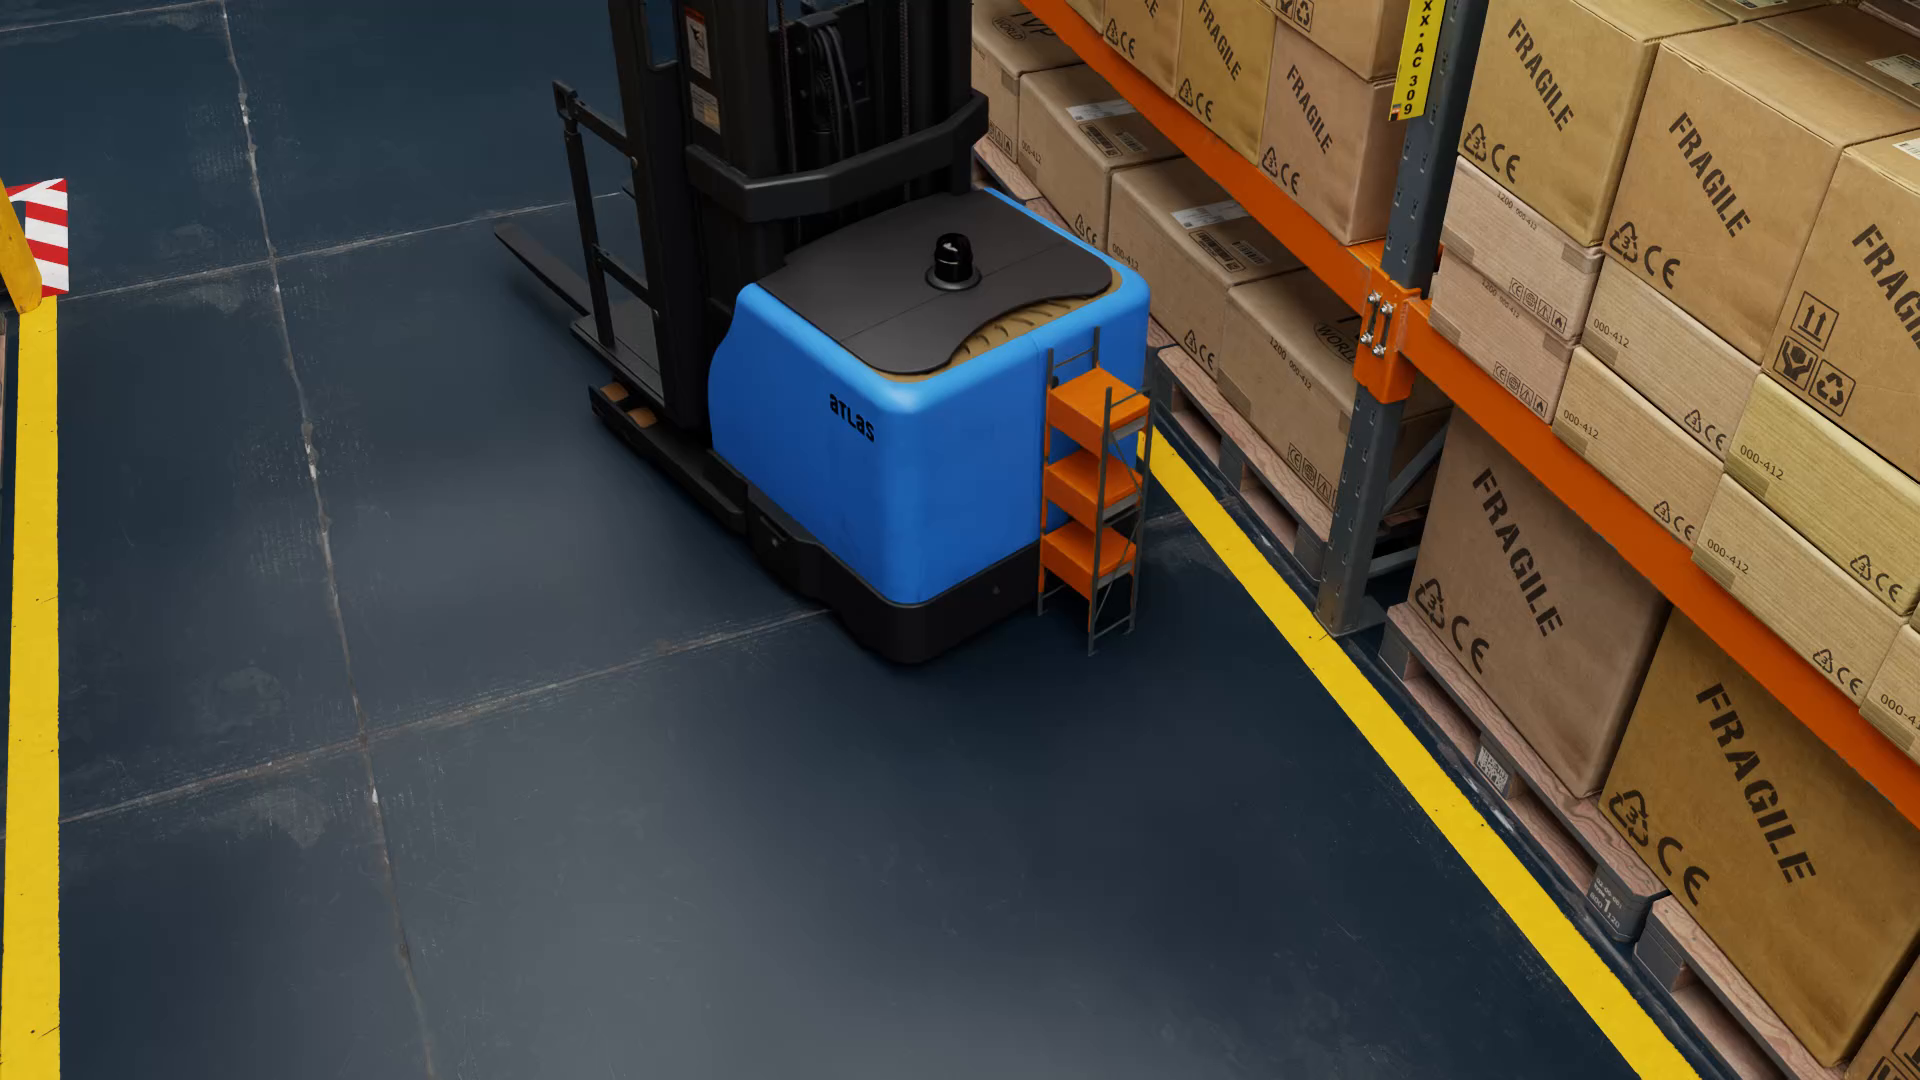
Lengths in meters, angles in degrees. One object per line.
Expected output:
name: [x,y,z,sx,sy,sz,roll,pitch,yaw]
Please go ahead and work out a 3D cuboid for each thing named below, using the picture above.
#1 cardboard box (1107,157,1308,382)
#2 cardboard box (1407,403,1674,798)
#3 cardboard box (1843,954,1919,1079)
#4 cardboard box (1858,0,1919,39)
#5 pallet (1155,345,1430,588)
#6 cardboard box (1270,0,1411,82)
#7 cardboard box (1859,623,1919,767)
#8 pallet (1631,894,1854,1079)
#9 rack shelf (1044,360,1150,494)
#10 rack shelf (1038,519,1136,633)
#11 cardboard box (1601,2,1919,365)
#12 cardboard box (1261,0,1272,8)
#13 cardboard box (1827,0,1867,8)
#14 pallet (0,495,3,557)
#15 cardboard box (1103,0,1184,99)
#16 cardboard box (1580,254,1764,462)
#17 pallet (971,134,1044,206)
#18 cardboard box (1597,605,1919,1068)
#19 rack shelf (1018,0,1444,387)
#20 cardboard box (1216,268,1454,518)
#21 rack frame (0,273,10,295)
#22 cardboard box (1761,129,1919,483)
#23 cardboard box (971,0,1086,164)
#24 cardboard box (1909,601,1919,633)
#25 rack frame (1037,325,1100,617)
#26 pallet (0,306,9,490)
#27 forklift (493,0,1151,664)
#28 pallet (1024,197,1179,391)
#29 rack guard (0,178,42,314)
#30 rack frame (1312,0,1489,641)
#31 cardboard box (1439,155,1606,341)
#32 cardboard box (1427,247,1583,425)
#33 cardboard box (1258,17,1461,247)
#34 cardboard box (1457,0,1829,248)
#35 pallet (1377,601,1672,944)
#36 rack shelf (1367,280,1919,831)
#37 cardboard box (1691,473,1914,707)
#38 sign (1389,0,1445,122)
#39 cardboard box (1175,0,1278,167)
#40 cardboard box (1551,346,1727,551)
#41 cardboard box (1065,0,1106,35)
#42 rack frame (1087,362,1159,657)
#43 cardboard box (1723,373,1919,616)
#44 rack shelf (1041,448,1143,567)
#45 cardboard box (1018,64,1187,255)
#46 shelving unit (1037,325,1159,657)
cardboard box: [1.159,-1.107,6.380,0.875,0.438,0.875,-16,43,-18]
cardboard box: [1.955,0.025,4.728,0.875,0.875,0.875,-14,43,-16]
cardboard box: [2.649,1.106,3.471,0.875,0.875,0.875,-15,43,-16]
cardboard box: [2.251,-0.876,3.624,0.500,0.500,0.500,-14,43,-16]
pallet: [1.425,-0.395,6.048,1.003,0.211,1.213,-15,43,-17]
cardboard box: [1.208,-1.607,4.475,0.500,0.500,0.500,-15,43,-17]
cardboard box: [2.131,0.340,3.169,0.500,0.250,0.500,-16,43,-18]
pallet: [2.479,1.264,4.118,1.003,0.211,1.213,-15,43,-17]
rack shelf: [0.409,-0.334,4.914,0.215,0.259,0.240,-28,48,-29]
rack shelf: [0.409,0.092,5.280,0.215,0.259,0.240,-28,48,-29]
cardboard box: [1.766,-0.756,3.485,0.500,0.500,0.500,-15,43,-17]
cardboard box: [1.021,-1.915,4.833,0.500,0.500,0.500,-16,43,-17]
cardboard box: [2.046,-1.186,3.985,0.500,0.500,0.500,-14,43,-15]
pallet: [-3.652,0.246,5.302,1.003,0.211,1.213,-15,43,-17]
cardboard box: [0.822,-1.836,5.508,0.500,0.500,0.500,-16,43,-17]
cardboard box: [1.777,-0.465,3.722,0.500,0.250,0.500,-14,43,-16]
pallet: [0.491,-1.865,7.757,1.003,0.211,1.213,-15,43,-17]
cardboard box: [2.307,0.567,4.098,0.875,0.875,0.875,-14,43,-16]
rack shelf: [0.878,-1.907,6.219,1.077,0.370,4.000,-15,43,-17]
cardboard box: [1.502,-0.568,5.753,0.875,0.438,0.875,-16,43,-17]
rack frame: [-4.422,-2.089,5.879,1.000,3.000,0.127,-15,43,-17]
cardboard box: [1.956,-0.453,3.133,0.500,0.500,0.500,-16,43,-18]
cardboard box: [0.458,-2.200,7.651,0.875,0.438,0.875,-17,43,-18]
cardboard box: [2.141,0.149,3.007,0.500,0.250,0.500,-16,43,-18]
rack frame: [0.331,-0.188,5.164,0.200,1.050,0.008,-28,48,-29]
pallet: [-4.114,-0.488,6.155,1.003,0.211,1.213,-15,43,-17]
forklift: [-0.727,-1.622,5.388,1.130,2.935,3.031,-28,48,-29]
pallet: [0.954,-1.131,6.904,1.003,0.211,1.213,-15,43,-17]
rack guard: [-4.393,-1.095,6.640,1.175,0.500,0.348,-15,43,-17]
rack frame: [1.643,-0.975,4.583,1.000,3.000,0.127,-15,43,-17]
cardboard box: [1.551,-0.772,4.079,0.500,0.250,0.500,-16,43,-18]
cardboard box: [1.568,-0.587,4.247,0.500,0.250,0.500,-16,43,-18]
cardboard box: [1.230,-1.229,4.801,0.500,0.500,0.500,-15,43,-16]
cardboard box: [1.546,-1.055,3.833,0.500,0.500,0.500,-15,43,-16]
pallet: [2.008,0.528,4.974,1.003,0.211,1.213,-15,43,-17]
rack shelf: [2.409,0.502,3.417,1.077,0.370,4.000,-15,43,-17]
cardboard box: [1.949,0.037,3.522,0.500,0.250,0.500,-15,43,-17]
sign: [1.131,-1.194,4.113,0.100,0.325,0.005,-15,43,-17]
cardboard box: [1.028,-1.537,5.160,0.500,0.500,0.500,-16,43,-18]
cardboard box: [1.767,-0.276,3.885,0.500,0.250,0.500,-16,43,-18]
cardboard box: [0.636,-2.156,5.879,0.500,0.500,0.500,-14,43,-15]
rack frame: [0.486,-0.065,5.021,0.200,1.050,0.008,-28,48,-29]
cardboard box: [1.945,-0.155,3.361,0.500,0.250,0.500,-15,43,-16]
rack shelf: [0.409,-0.119,5.099,0.215,0.259,0.240,-28,48,-29]
cardboard box: [0.816,-1.651,7.012,0.875,0.438,0.875,-14,43,-16]
shelving unit: [0.409,-0.127,5.092,0.215,1.050,0.252,-28,48,-29]
